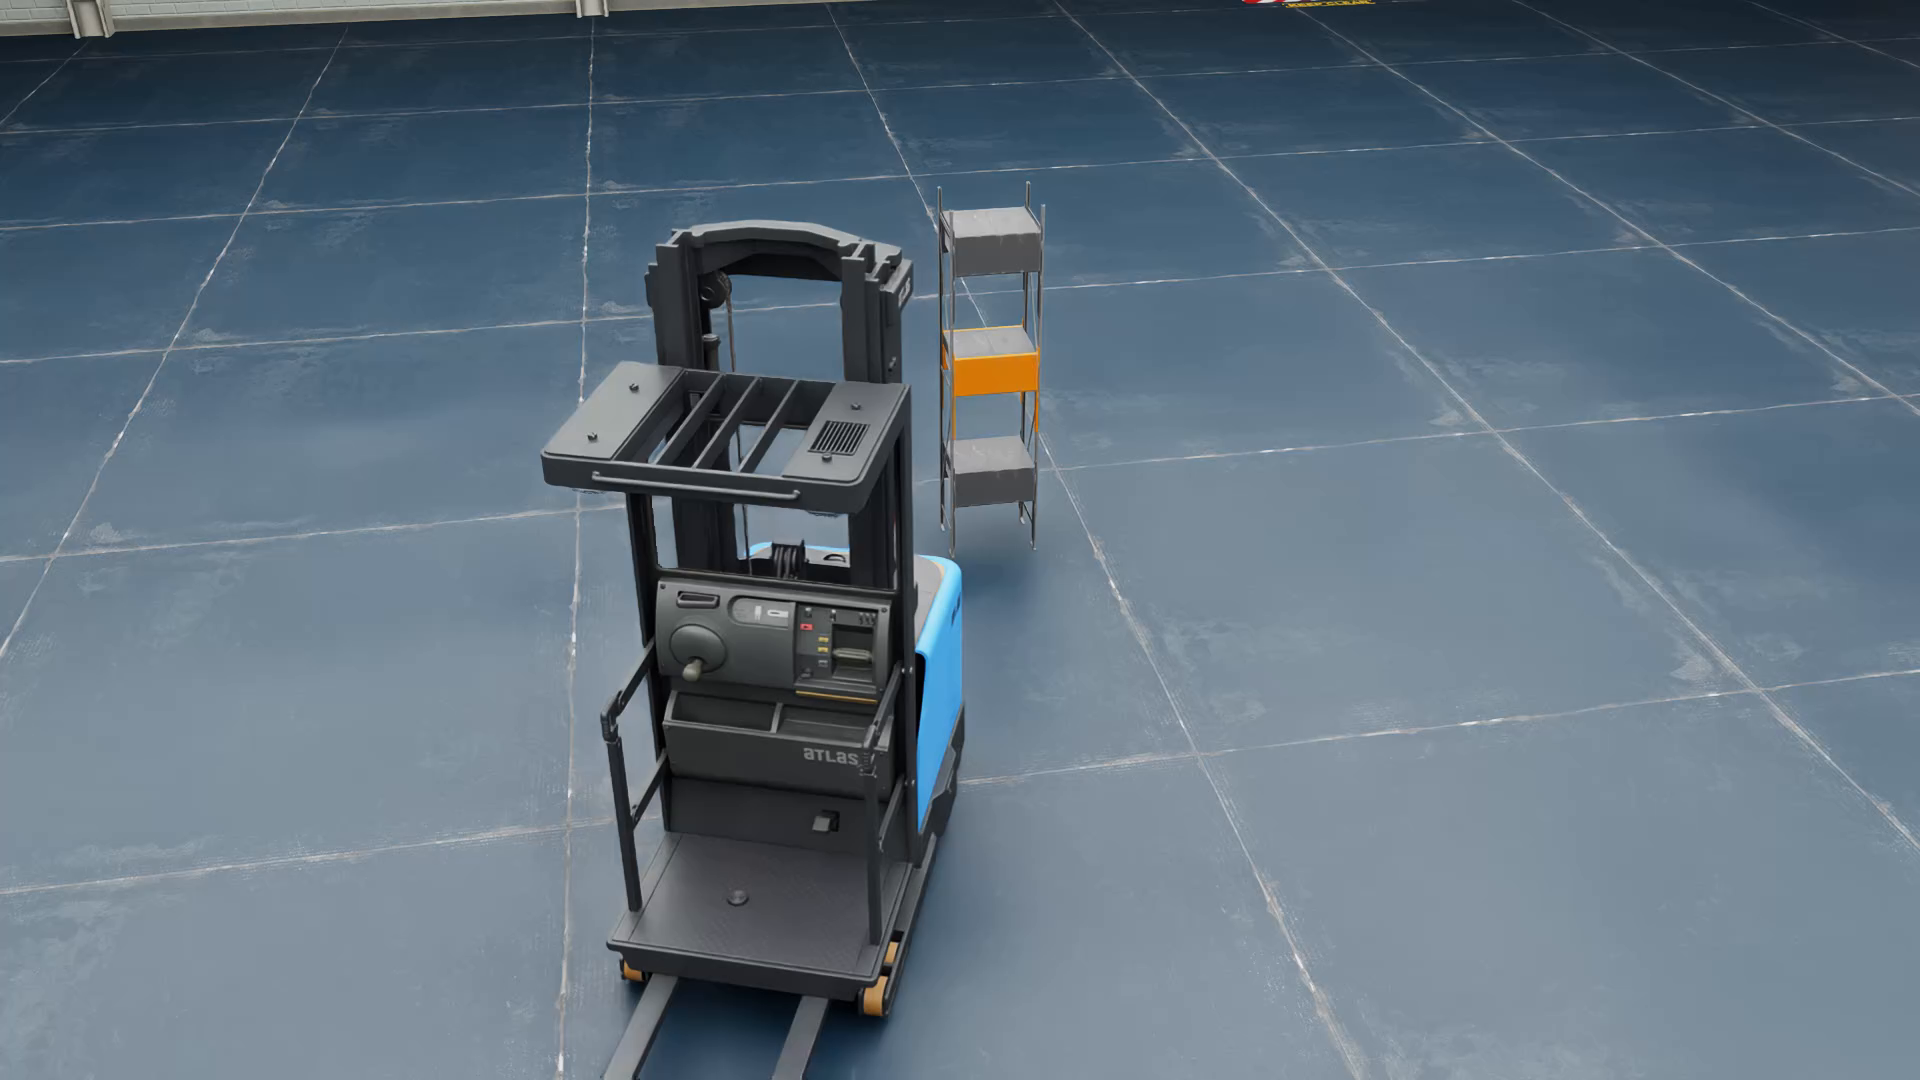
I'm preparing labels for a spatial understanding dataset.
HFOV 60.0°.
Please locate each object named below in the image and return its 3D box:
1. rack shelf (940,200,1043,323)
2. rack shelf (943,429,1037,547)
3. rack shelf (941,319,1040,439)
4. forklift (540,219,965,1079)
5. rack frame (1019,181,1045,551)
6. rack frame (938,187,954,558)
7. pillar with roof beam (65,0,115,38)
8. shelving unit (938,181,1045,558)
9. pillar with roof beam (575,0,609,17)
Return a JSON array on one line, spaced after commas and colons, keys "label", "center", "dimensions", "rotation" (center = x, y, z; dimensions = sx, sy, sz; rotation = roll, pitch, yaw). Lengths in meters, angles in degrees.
[{"label": "rack shelf", "center": [0.163, -1.512, 9.010], "dimensions": [0.480, 0.518, 0.431], "rotation": [-5, 31, -9]}, {"label": "rack shelf", "center": [0.163, -0.305, 9.720], "dimensions": [0.480, 0.518, 0.431], "rotation": [-5, 31, -9]}, {"label": "rack shelf", "center": [0.163, -0.908, 9.365], "dimensions": [0.480, 0.518, 0.431], "rotation": [-5, 31, -9]}, {"label": "forklift", "center": [-0.764, 0.432, 6.239], "dimensions": [1.130, 2.935, 3.031], "rotation": [6, 31, 9]}, {"label": "rack frame", "center": [0.403, -0.943, 9.396], "dimensions": [0.015, 2.100, 0.400], "rotation": [-5, 31, -9]}, {"label": "rack frame", "center": [-0.077, -0.898, 9.320], "dimensions": [0.015, 2.100, 0.400], "rotation": [-5, 31, -9]}, {"label": "pillar with roof beam", "center": [-9.837, -7.937, 14.484], "dimensions": [0.400, 9.000, 9.100], "rotation": [-5, 31, -9]}, {"label": "shelving unit", "center": [0.163, -0.920, 9.358], "dimensions": [0.503, 2.100, 0.431], "rotation": [-5, 31, -9]}, {"label": "pillar with roof beam", "center": [-3.935, -8.484, 15.416], "dimensions": [0.400, 9.000, 9.100], "rotation": [-5, 31, -9]}]
